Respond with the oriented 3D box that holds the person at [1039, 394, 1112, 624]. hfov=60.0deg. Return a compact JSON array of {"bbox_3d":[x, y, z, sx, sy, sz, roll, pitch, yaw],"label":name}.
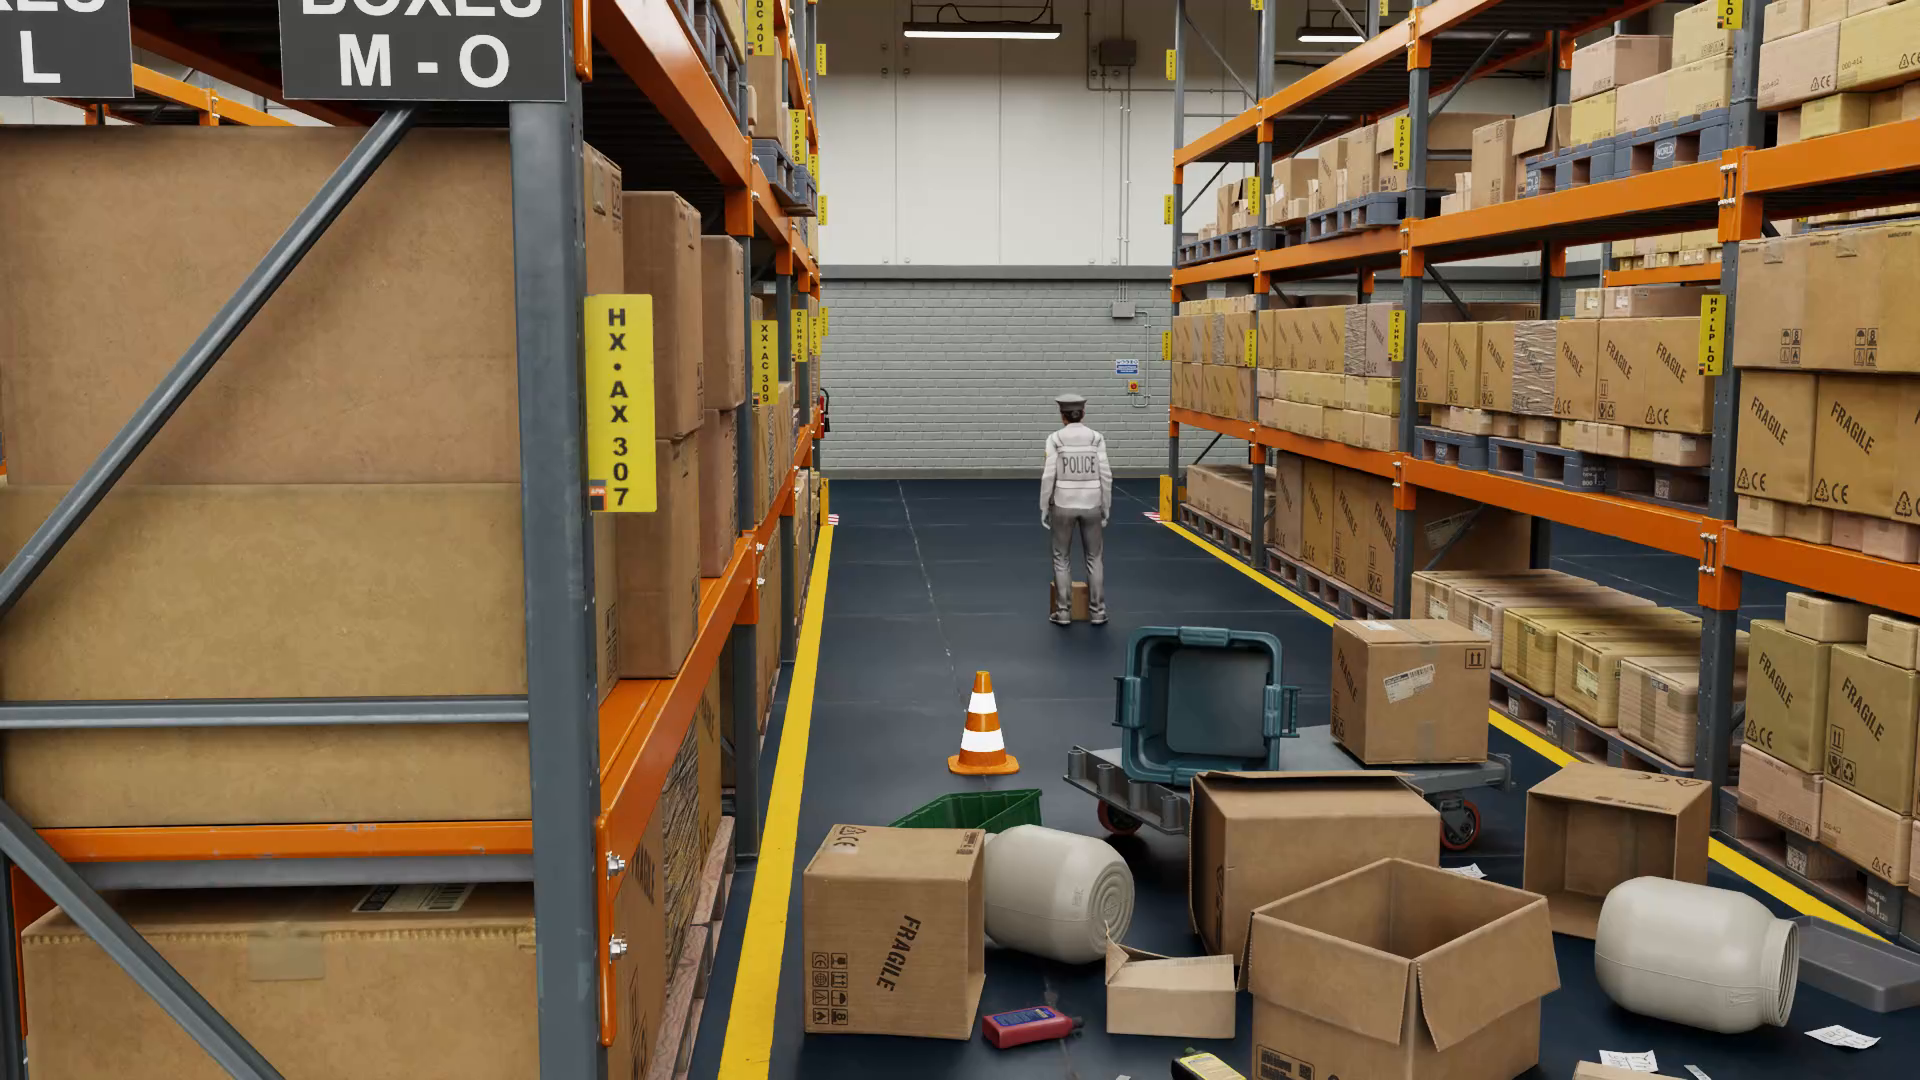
[{"bbox_3d":[0.842,-0.217,12.025,0.516,1.661,0.375,-1,7,-6],"label":"person"}]
